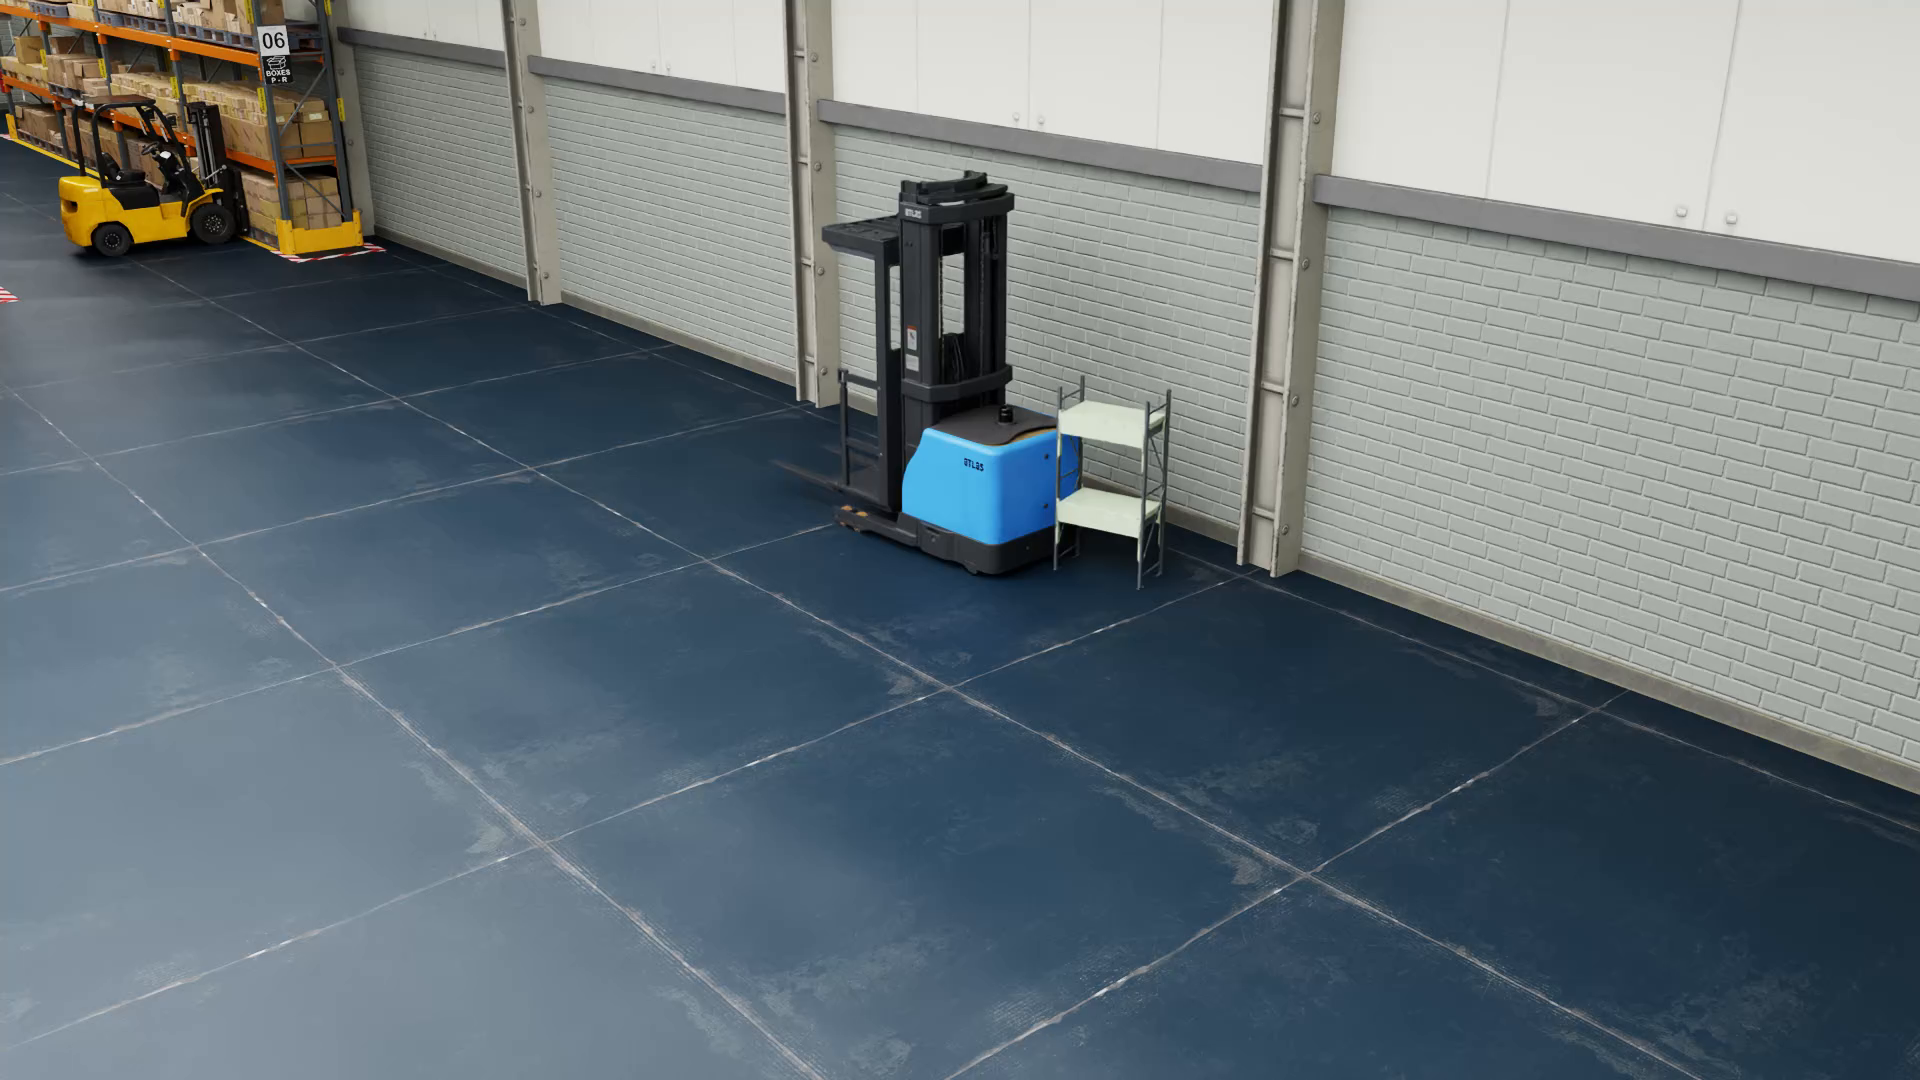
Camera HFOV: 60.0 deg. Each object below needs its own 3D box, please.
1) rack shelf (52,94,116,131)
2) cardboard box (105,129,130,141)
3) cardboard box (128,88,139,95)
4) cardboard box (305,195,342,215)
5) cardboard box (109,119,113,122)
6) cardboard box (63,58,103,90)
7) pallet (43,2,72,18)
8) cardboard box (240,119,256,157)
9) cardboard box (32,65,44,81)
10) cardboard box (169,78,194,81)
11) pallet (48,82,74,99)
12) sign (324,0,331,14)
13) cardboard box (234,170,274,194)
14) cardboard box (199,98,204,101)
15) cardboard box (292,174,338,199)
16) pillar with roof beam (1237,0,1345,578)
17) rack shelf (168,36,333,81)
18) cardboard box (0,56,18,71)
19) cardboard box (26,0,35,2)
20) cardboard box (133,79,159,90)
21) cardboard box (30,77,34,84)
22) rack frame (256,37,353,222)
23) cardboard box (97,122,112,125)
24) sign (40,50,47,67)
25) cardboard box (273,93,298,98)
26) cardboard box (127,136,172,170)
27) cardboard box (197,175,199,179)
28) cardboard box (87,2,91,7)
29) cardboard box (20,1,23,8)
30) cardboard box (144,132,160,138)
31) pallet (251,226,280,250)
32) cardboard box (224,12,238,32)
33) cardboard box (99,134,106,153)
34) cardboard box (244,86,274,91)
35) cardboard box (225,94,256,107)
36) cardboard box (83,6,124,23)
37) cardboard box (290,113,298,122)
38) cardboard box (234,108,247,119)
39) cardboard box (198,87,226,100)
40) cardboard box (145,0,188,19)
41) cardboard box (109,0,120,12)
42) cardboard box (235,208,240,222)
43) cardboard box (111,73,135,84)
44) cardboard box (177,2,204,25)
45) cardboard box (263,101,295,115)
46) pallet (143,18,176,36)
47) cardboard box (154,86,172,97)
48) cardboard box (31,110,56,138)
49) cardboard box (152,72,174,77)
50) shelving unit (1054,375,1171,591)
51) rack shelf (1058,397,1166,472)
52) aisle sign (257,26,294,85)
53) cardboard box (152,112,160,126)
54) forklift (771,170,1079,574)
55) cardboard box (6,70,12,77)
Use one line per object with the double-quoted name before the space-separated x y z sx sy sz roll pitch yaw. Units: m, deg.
"rack shelf" -16.063 -8.187 31.487 1.077 0.370 4.000 -17 27 -37
"cardboard box" -15.473 -7.448 30.574 0.380 0.149 0.250 -19 28 -40
"cardboard box" -13.999 -7.664 28.685 0.500 0.250 0.500 -18 28 -39
"cardboard box" -9.685 -5.087 25.093 0.500 0.250 0.500 -17 27 -36
"cardboard box" -16.242 -8.086 32.203 0.380 0.149 0.250 -17 27 -36
"cardboard box" -16.372 -8.770 31.276 0.700 0.500 0.500 -18 27 -38
"pallet" -16.316 -9.901 31.021 1.213 0.211 1.003 -17 27 -37
"cardboard box" -10.387 -6.025 24.843 0.500 0.500 0.500 -16 27 -36
"cardboard box" -18.224 -9.361 33.295 0.500 0.250 0.500 -17 27 -37
"cardboard box" -13.375 -7.857 28.631 0.380 0.149 0.250 -16 27 -36
"pallet" -16.929 -8.739 32.171 1.003 0.211 1.213 -17 27 -37
"sign" -9.111 -7.730 23.914 0.100 0.325 0.005 -17 27 -37
"cardboard box" -10.747 -5.470 25.386 0.500 0.250 0.500 -17 27 -37
"cardboard box" -11.671 -6.840 26.034 0.380 0.149 0.250 -17 27 -36
"cardboard box" -9.705 -5.318 24.998 0.500 0.250 0.500 -18 28 -38
"pillar with roof beam" -0.819 -2.962 8.933 9.100 9.000 0.400 -17 27 -37
"rack shelf" -10.841 -7.374 25.297 1.077 0.370 4.000 -17 27 -37
"cardboard box" -19.887 -10.059 35.077 0.500 0.250 0.500 -17 27 -37
"cardboard box" -17.873 -10.614 32.381 0.500 0.250 0.500 -17 27 -37
"cardboard box" -13.922 -7.806 28.500 0.380 0.149 0.250 -17 27 -36
"cardboard box" -18.761 -9.416 33.983 0.380 0.149 0.250 -18 27 -38
"rack frame" -9.535 -5.759 24.302 1.000 3.000 0.127 -17 27 -37
"cardboard box" -16.238 -7.833 31.557 0.380 0.149 0.250 -17 27 -37
"sign" -17.774 -9.347 32.273 0.100 0.325 0.005 -17 27 -37
"cardboard box" -10.262 -6.679 25.215 0.380 0.149 0.250 -16 27 -36
"cardboard box" -14.360 -6.884 29.853 0.875 0.625 0.625 -16 27 -36
"cardboard box" -12.064 -5.805 26.928 0.500 0.250 0.500 -18 27 -38
"cardboard box" -15.325 -9.599 29.651 0.380 0.149 0.250 -18 28 -39
"cardboard box" -18.462 -10.678 33.091 0.380 0.149 0.250 -16 27 -36
"cardboard box" -14.862 -7.522 30.763 0.380 0.149 0.250 -16 26 -35
"pallet" -10.066 -4.662 25.324 1.003 0.211 1.213 -17 27 -37
"cardboard box" -10.472 -7.562 24.263 0.396 0.266 0.258 -17 27 -37
"cardboard box" -15.858 -7.352 31.219 0.500 0.500 0.500 -16 27 -35
"cardboard box" -11.029 -7.056 26.177 0.380 0.149 0.250 -18 28 -38
"cardboard box" -10.838 -6.624 25.075 0.380 0.149 0.250 -17 27 -36
"cardboard box" -15.276 -9.381 29.640 0.500 0.250 0.500 -19 28 -39
"cardboard box" -9.769 -6.317 24.698 0.380 0.149 0.250 -17 27 -37
"cardboard box" -10.649 -6.421 24.963 0.380 0.149 0.250 -19 28 -39
"cardboard box" -11.660 -6.978 25.979 0.380 0.149 0.250 -17 27 -36
"cardboard box" -12.803 -8.604 26.860 0.500 0.311 0.500 -19 28 -39
"cardboard box" -14.064 -9.281 28.331 0.700 0.500 0.500 -18 28 -38
"cardboard box" -11.074 -5.147 25.934 0.500 0.250 0.500 -16 27 -36
"cardboard box" -14.772 -8.160 29.404 0.380 0.149 0.250 -16 27 -36
"cardboard box" -11.788 -8.174 25.763 0.500 0.311 0.500 -17 27 -36
"cardboard box" -9.929 -6.295 24.235 0.380 0.149 0.250 -17 27 -37
"pallet" -12.732 -8.413 27.225 0.805 0.209 1.217 -19 28 -39
"cardboard box" -13.112 -7.443 27.573 0.380 0.149 0.250 -19 28 -39
"cardboard box" -18.854 -8.605 34.418 0.500 0.500 0.500 -17 27 -36
"cardboard box" -14.136 -8.231 29.585 0.380 0.149 0.250 -17 27 -36
"shelving unit" 1.162 -0.444 12.788 0.755 1.500 0.431 13 25 29
"rack shelf" 1.162 -0.808 12.646 0.720 0.370 0.431 13 25 29
"aisle sign" -9.715 -6.882 23.603 0.394 0.787 0.004 -17 27 -37
"cardboard box" -13.307 -7.154 28.067 0.500 0.250 0.500 -17 27 -37
"forklift" -0.411 -1.549 13.646 1.130 2.935 3.031 -19 28 -40
"cardboard box" -19.972 -9.907 35.235 0.380 0.149 0.250 -18 27 -38
